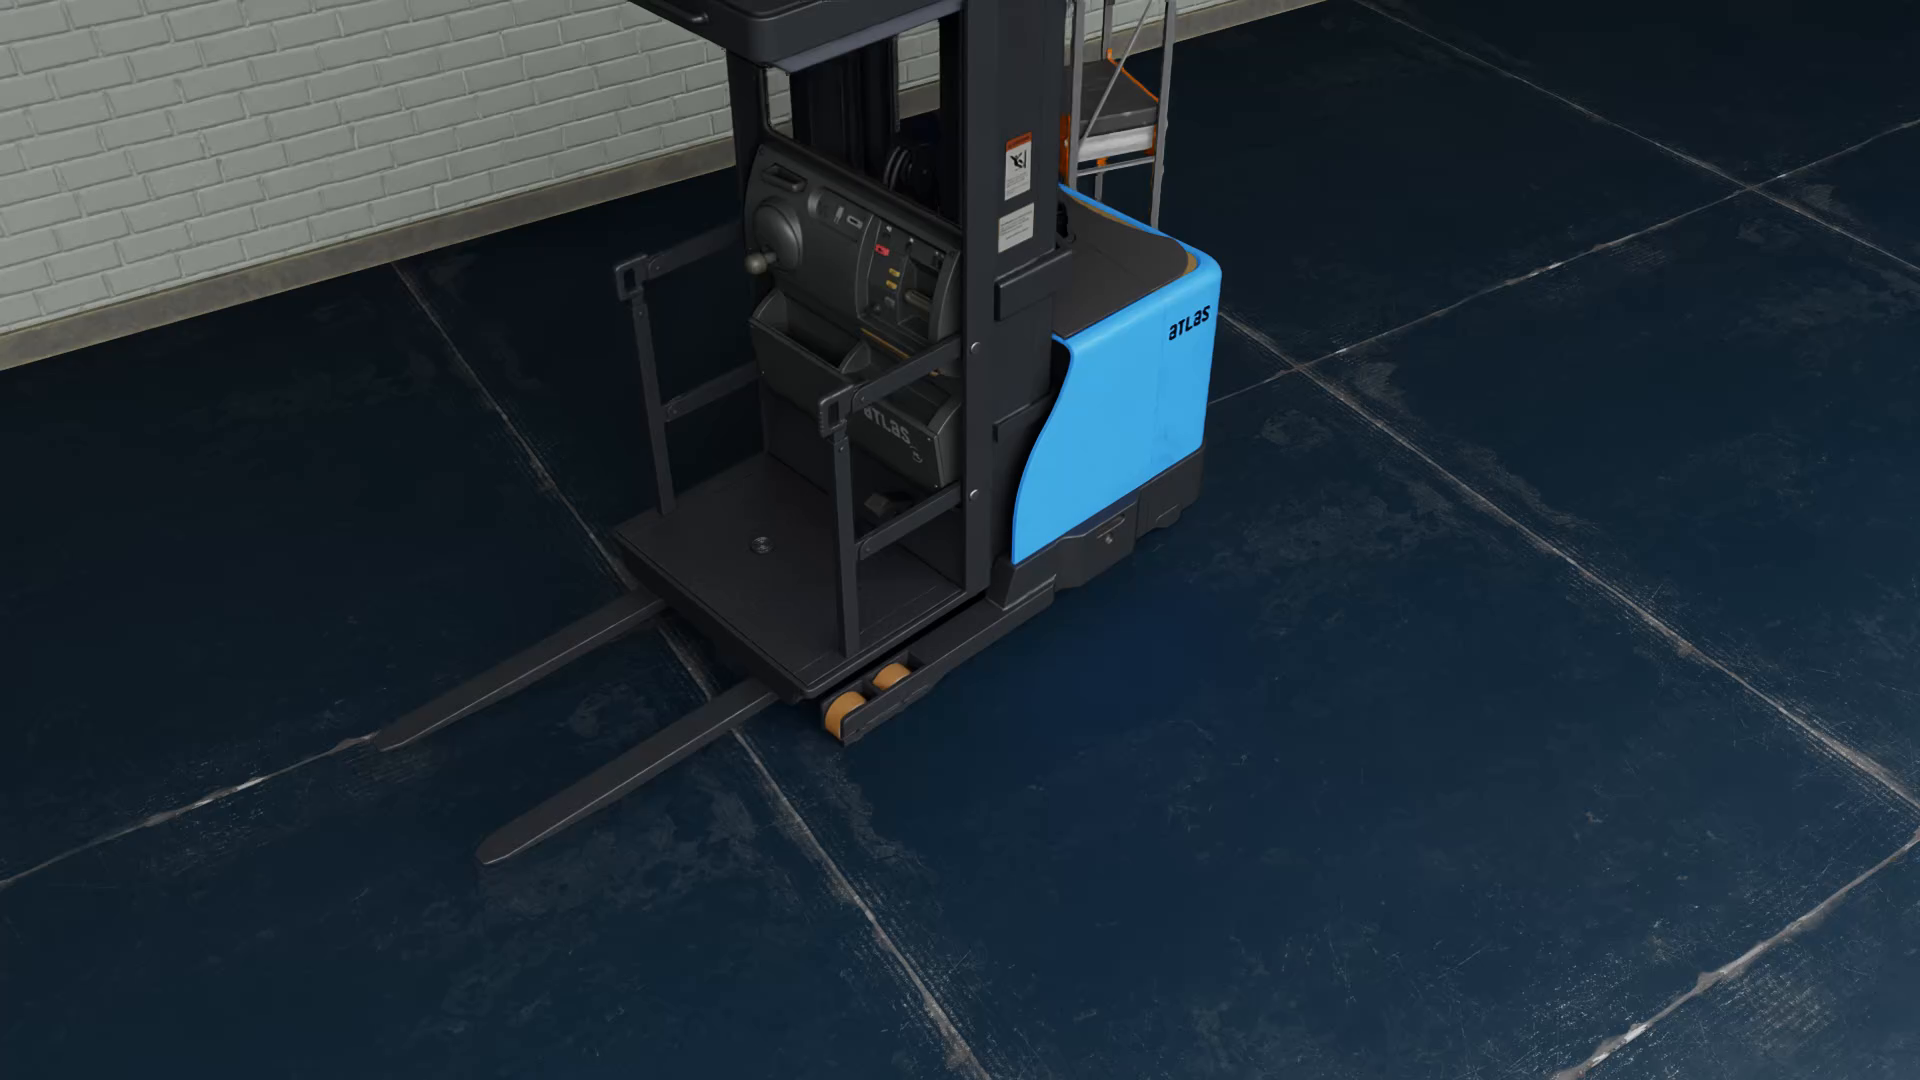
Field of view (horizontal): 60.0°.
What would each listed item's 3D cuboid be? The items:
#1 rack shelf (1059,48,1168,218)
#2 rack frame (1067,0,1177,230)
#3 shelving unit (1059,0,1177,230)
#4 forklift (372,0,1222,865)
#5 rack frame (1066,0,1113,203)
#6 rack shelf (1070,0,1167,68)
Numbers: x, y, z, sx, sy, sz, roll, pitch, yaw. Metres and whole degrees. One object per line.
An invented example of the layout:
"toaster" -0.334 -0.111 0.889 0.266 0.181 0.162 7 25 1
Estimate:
"rack shelf" 0.498 -1.548 6.489 0.431 0.518 0.480 -15 42 -17
"rack frame" 0.591 -1.414 6.307 0.400 2.100 0.015 -15 42 -17
"shelving unit" 0.498 -1.558 6.480 0.431 2.100 0.503 -15 42 -17
"forklift" -0.495 -0.840 4.969 3.031 2.935 1.130 -31 49 -32
"rack frame" 0.405 -1.703 6.654 0.400 2.100 0.015 -15 42 -17
"rack shelf" 0.498 -2.086 6.041 0.431 0.518 0.480 -15 42 -17
